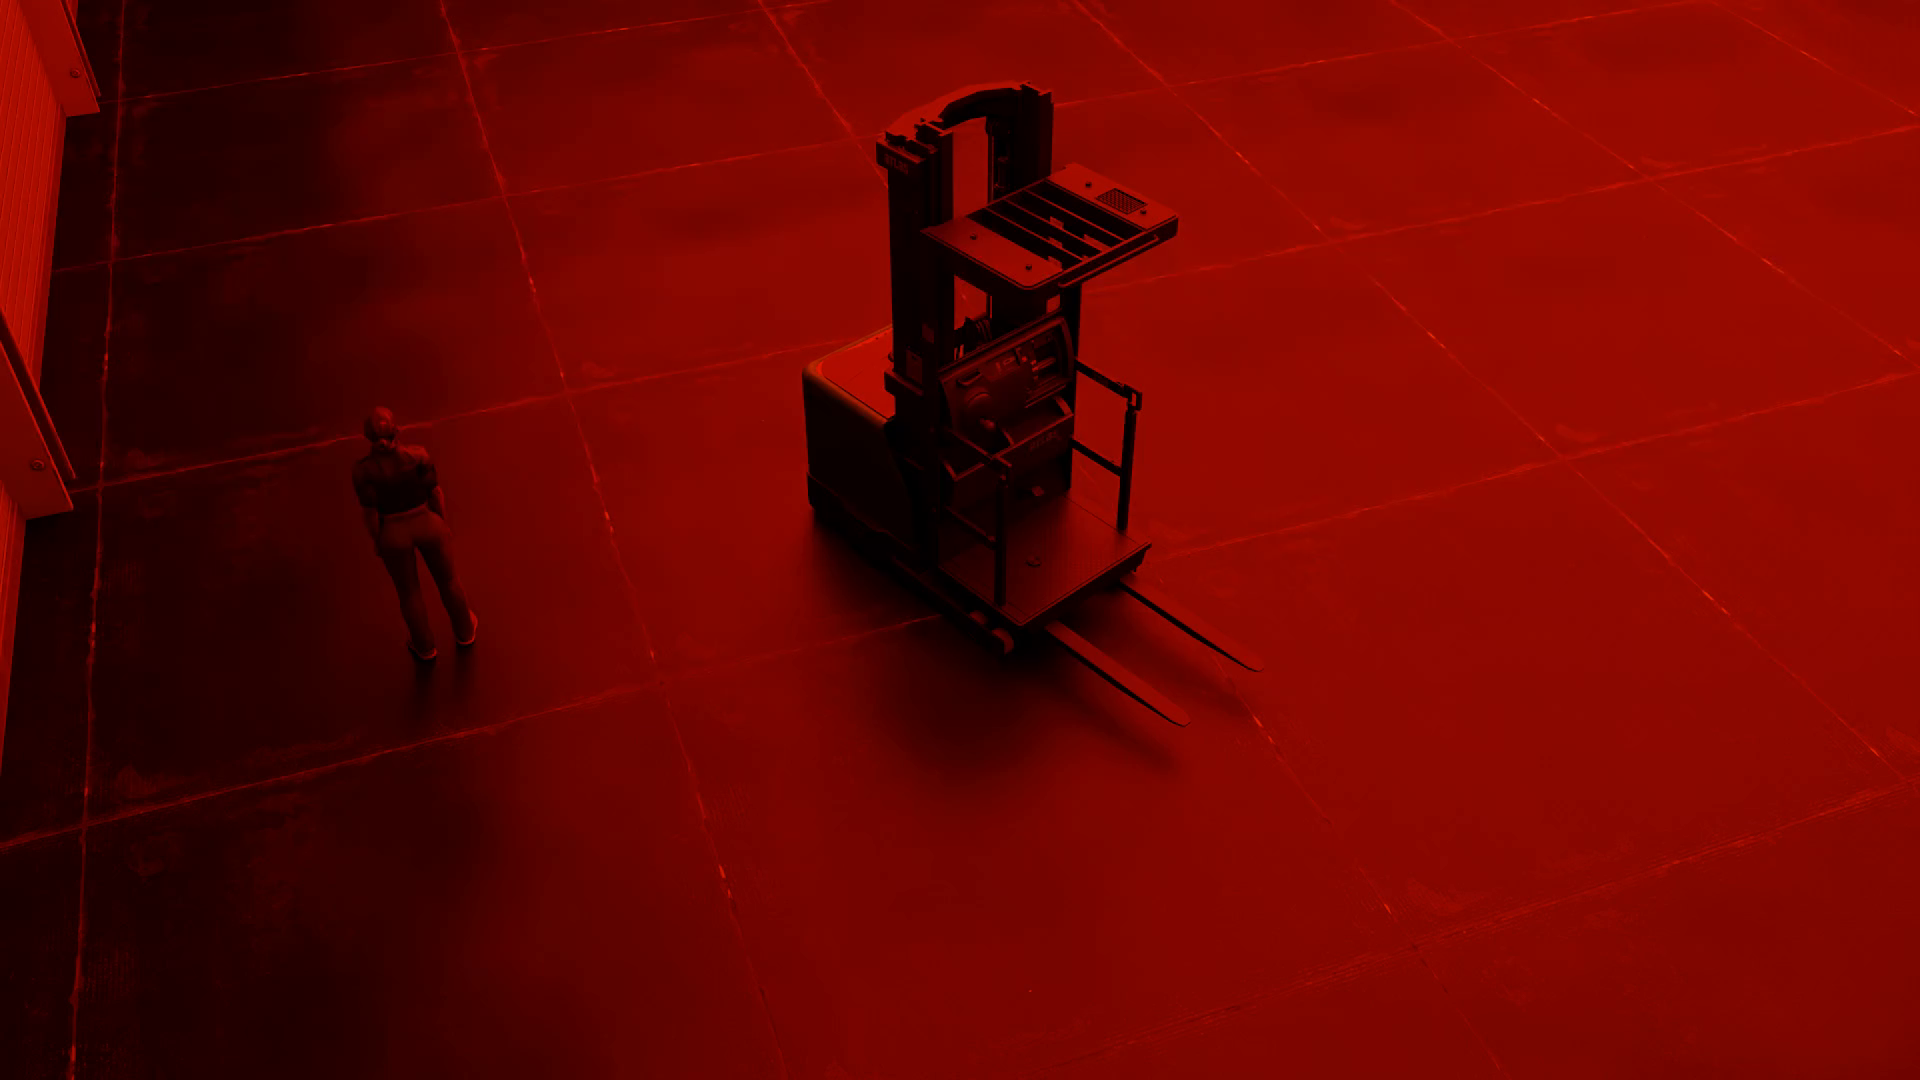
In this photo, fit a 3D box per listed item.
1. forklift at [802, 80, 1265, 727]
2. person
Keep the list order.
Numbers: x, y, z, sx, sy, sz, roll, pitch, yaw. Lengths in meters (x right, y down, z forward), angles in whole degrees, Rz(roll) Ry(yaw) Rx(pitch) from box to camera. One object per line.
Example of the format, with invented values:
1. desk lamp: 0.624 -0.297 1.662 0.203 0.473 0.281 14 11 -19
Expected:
1. forklift: 0.409 -0.833 8.988 1.130 2.935 3.031 -30 49 -31
2. person: -2.988 -0.055 9.056 0.450 1.660 0.325 -18 43 -20
